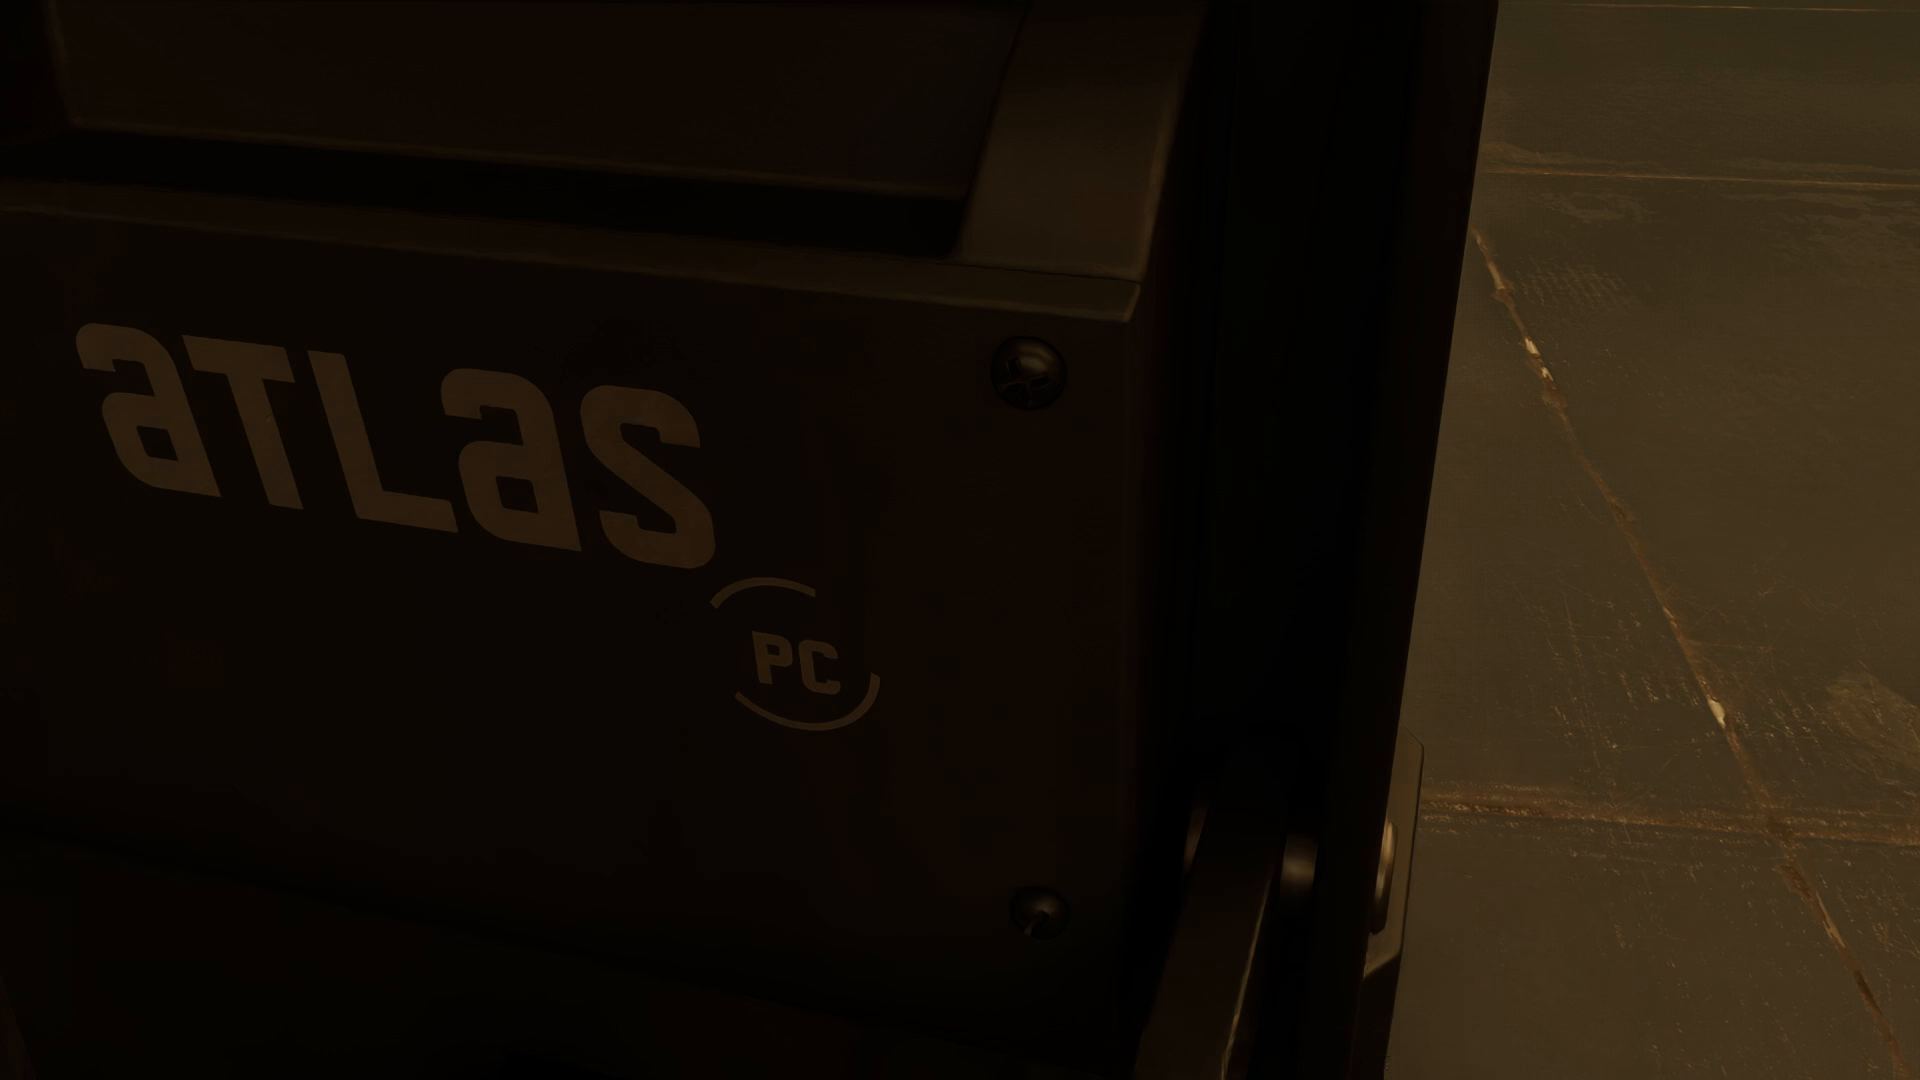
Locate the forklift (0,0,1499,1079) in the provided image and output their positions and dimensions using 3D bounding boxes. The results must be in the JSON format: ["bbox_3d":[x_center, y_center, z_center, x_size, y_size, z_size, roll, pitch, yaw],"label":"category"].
[{"bbox_3d":[-0.439,-0.495,0.208,1.130,2.935,3.031,8,28,15],"label":"forklift"}]
